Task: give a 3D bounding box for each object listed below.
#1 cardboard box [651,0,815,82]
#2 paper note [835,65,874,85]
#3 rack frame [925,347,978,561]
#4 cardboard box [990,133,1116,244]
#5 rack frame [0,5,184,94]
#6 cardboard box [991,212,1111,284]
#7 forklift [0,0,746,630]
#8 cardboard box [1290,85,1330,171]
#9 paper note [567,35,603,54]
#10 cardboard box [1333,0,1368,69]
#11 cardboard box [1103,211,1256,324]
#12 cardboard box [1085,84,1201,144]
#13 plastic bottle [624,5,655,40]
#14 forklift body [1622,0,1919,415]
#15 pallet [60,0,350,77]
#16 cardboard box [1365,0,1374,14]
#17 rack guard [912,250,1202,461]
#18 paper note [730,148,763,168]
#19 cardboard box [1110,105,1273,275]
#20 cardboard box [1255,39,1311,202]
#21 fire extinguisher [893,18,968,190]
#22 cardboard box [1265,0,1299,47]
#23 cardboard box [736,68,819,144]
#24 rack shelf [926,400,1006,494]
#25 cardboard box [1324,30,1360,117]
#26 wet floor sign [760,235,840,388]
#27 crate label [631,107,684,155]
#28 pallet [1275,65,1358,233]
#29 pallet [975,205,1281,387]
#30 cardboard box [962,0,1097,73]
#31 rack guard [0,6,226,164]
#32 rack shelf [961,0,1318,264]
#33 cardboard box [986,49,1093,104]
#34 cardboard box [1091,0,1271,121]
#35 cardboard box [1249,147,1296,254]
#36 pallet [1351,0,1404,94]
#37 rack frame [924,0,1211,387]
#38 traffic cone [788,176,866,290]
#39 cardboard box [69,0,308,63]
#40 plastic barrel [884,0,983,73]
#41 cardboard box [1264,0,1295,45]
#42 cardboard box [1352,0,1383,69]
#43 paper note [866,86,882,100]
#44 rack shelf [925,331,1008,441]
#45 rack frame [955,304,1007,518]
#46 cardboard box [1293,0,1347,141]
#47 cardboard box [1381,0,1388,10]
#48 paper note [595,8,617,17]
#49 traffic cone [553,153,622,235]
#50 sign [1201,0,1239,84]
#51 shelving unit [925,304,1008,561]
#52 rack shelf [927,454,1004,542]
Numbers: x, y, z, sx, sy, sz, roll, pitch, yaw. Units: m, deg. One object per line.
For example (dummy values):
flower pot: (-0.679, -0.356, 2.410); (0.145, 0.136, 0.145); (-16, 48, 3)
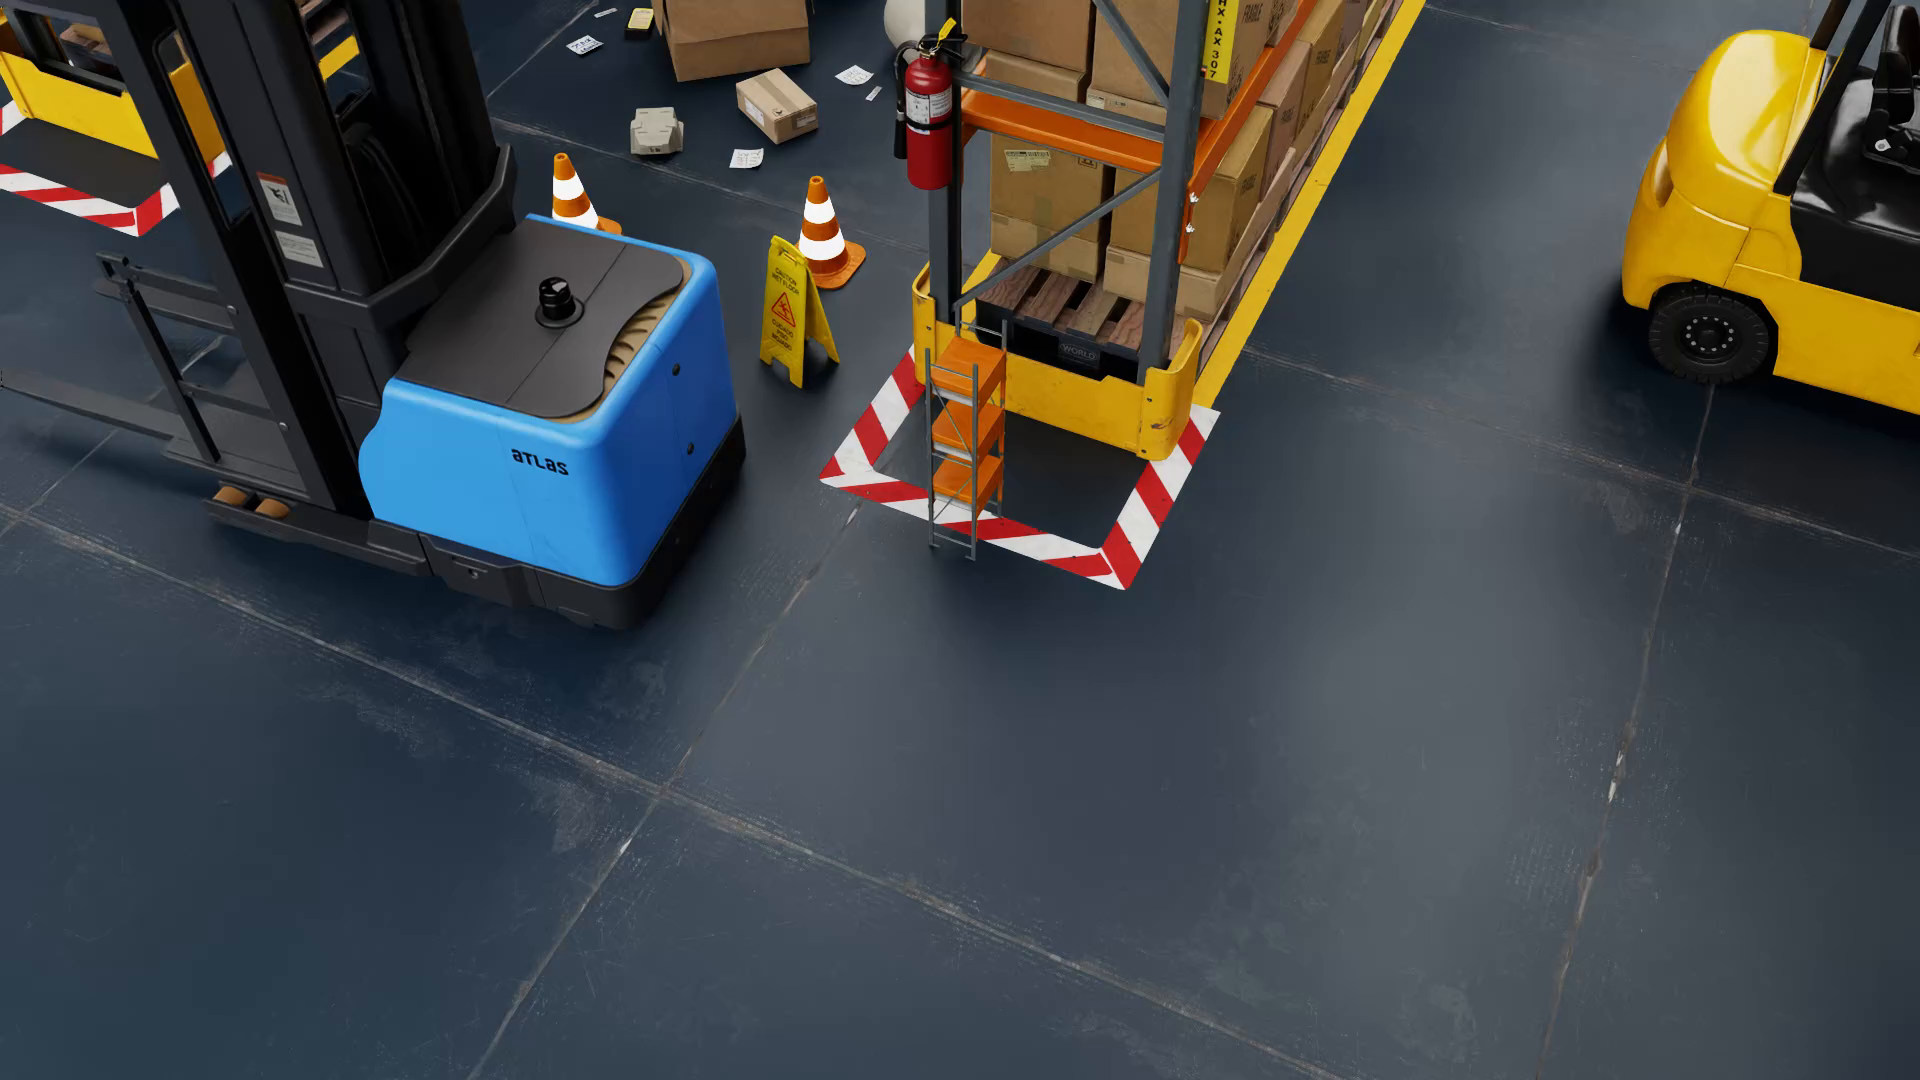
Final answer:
cardboard box: (-1.185, -2.760, 8.583); (0.797, 0.503, 0.637); (-11, 51, -9)
paper note: (-0.544, -2.404, 8.599); (0.142, 0.019, 0.148); (-37, 59, -27)
rack frame: (-0.029, -0.293, 6.125); (0.200, 1.050, 0.008); (20, 52, 16)
cardboard box: (0.460, -1.660, 7.046); (0.500, 0.500, 0.500); (20, 53, 16)
rack frame: (-4.165, -3.077, 7.214); (1.000, 3.000, 0.127); (20, 52, 16)
cardboard box: (0.466, -1.441, 7.352); (0.500, 0.250, 0.500); (20, 52, 16)
forklift: (-2.442, -1.315, 5.759); (3.031, 2.935, 1.130); (15, 51, 13)
cardboard box: (1.394, -1.975, 7.806); (0.500, 0.250, 0.500); (23, 53, 18)
paper note: (-1.978, -2.613, 8.769); (0.142, 0.017, 0.144); (-37, 59, -27)
cardboard box: (1.619, -2.581, 7.829); (0.500, 0.500, 0.500); (22, 53, 18)
cardboard box: (0.948, -1.246, 7.186); (0.500, 0.250, 0.500); (19, 52, 16)
cardboard box: (0.686, -1.621, 6.140); (0.380, 0.149, 0.250); (20, 52, 16)
plastic bottle: (-1.699, -2.782, 8.892); (0.133, 0.061, 0.283); (4, 50, 3)
forklift body: (4.003, -1.548, 6.470); (2.313, 2.155, 1.214); (20, 52, 16)
pallet: (-3.895, -2.749, 8.766); (1.003, 0.211, 1.213); (20, 52, 16)
cardboard box: (1.836, -2.933, 8.128); (0.500, 0.500, 0.500); (21, 53, 17)
rack guard: (0.386, -0.778, 6.899); (1.175, 0.500, 0.348); (20, 52, 16)
paper note: (-1.043, -1.872, 8.138); (0.148, 0.019, 0.142); (4, 50, 3)
cardboard box: (0.957, -1.506, 6.914); (0.500, 0.500, 0.500); (18, 52, 15)
cardboard box: (1.177, -1.867, 7.222); (0.500, 0.500, 0.500); (18, 52, 15)
fire extinguisher: (-0.112, -1.582, 5.992); (0.296, 0.674, 0.183); (20, 52, 16)
cardboard box: (1.117, -2.115, 6.561); (0.380, 0.149, 0.250); (21, 53, 17)
cardboard box: (-0.914, -2.171, 8.315); (0.250, 0.149, 0.380); (-28, 55, -22)
rack shelf: (0.023, -0.370, 6.205); (0.215, 0.259, 0.240); (20, 52, 16)
cardboard box: (1.613, -2.322, 8.101); (0.500, 0.250, 0.500); (21, 53, 17)
wet floor sign: (-0.695, -0.990, 6.984); (0.232, 0.644, 0.267); (-37, 59, -27)
crate label: (-1.498, -2.012, 8.188); (0.250, 0.136, 0.298); (-4, 50, -3)
pallet: (1.287, -2.069, 8.187); (1.003, 0.211, 1.213); (20, 52, 16)
pallet: (0.765, -1.232, 7.475); (1.003, 0.211, 1.213); (20, 52, 16)
cardboard box: (0.336, -2.128, 6.145); (0.500, 0.500, 0.500); (19, 52, 15)
rack guard: (-4.176, -2.250, 8.151); (1.175, 0.500, 0.348); (20, 52, 16)
rack shelf: (1.208, -2.680, 7.348); (1.077, 0.370, 4.000); (20, 52, 16)
cardboard box: (0.320, -1.781, 6.276); (0.380, 0.149, 0.250); (21, 53, 17)
cardboard box: (0.806, -1.900, 5.952); (0.500, 0.500, 0.500); (19, 52, 16)
cardboard box: (1.173, -1.595, 7.483); (0.500, 0.250, 0.500); (22, 53, 17)
pallet: (1.807, -2.912, 8.905); (1.003, 0.211, 1.213); (20, 52, 16)
rack frame: (0.353, -1.536, 5.902); (1.000, 3.000, 0.127); (20, 52, 16)
traffic cone: (-0.629, -1.429, 7.478); (0.336, 0.463, 0.334); (20, 52, 16)
cardboard box: (-3.936, -3.013, 8.278); (0.875, 0.875, 0.875); (20, 53, 16)
plastic barrel: (-0.133, -2.616, 8.513); (0.421, 0.421, 0.512); (-19, 52, -16)
cardboard box: (1.025, -2.258, 6.256); (0.500, 0.500, 0.500); (21, 53, 17)
cardboard box: (1.834, -2.671, 8.398); (0.500, 0.250, 0.500); (19, 52, 15)
paper note: (-0.439, -2.284, 8.502); (0.032, 0.001, 0.123); (20, 52, 16)
rack shelf: (0.023, -0.554, 5.988); (0.215, 0.259, 0.240); (20, 52, 16)
rack frame: (0.075, -0.461, 6.268); (0.200, 1.050, 0.008); (20, 52, 16)
cardboard box: (1.399, -2.210, 7.513); (0.500, 0.500, 0.500); (21, 53, 17)
cardboard box: (2.053, -3.041, 8.712); (0.500, 0.250, 0.500); (22, 53, 18)
paper note: (-1.914, -2.849, 8.982); (0.123, 0.001, 0.032); (-28, 55, -22)
traffic cone: (-1.778, -1.556, 7.586); (0.336, 0.463, 0.334); (20, 52, 16)
sign: (0.844, -1.640, 5.422); (0.100, 0.325, 0.005); (20, 52, 16)
shelving unit: (0.023, -0.377, 6.196); (0.215, 1.050, 0.252); (20, 52, 16)
rack shelf: (0.023, -0.190, 6.416); (0.215, 0.259, 0.240); (20, 52, 16)
